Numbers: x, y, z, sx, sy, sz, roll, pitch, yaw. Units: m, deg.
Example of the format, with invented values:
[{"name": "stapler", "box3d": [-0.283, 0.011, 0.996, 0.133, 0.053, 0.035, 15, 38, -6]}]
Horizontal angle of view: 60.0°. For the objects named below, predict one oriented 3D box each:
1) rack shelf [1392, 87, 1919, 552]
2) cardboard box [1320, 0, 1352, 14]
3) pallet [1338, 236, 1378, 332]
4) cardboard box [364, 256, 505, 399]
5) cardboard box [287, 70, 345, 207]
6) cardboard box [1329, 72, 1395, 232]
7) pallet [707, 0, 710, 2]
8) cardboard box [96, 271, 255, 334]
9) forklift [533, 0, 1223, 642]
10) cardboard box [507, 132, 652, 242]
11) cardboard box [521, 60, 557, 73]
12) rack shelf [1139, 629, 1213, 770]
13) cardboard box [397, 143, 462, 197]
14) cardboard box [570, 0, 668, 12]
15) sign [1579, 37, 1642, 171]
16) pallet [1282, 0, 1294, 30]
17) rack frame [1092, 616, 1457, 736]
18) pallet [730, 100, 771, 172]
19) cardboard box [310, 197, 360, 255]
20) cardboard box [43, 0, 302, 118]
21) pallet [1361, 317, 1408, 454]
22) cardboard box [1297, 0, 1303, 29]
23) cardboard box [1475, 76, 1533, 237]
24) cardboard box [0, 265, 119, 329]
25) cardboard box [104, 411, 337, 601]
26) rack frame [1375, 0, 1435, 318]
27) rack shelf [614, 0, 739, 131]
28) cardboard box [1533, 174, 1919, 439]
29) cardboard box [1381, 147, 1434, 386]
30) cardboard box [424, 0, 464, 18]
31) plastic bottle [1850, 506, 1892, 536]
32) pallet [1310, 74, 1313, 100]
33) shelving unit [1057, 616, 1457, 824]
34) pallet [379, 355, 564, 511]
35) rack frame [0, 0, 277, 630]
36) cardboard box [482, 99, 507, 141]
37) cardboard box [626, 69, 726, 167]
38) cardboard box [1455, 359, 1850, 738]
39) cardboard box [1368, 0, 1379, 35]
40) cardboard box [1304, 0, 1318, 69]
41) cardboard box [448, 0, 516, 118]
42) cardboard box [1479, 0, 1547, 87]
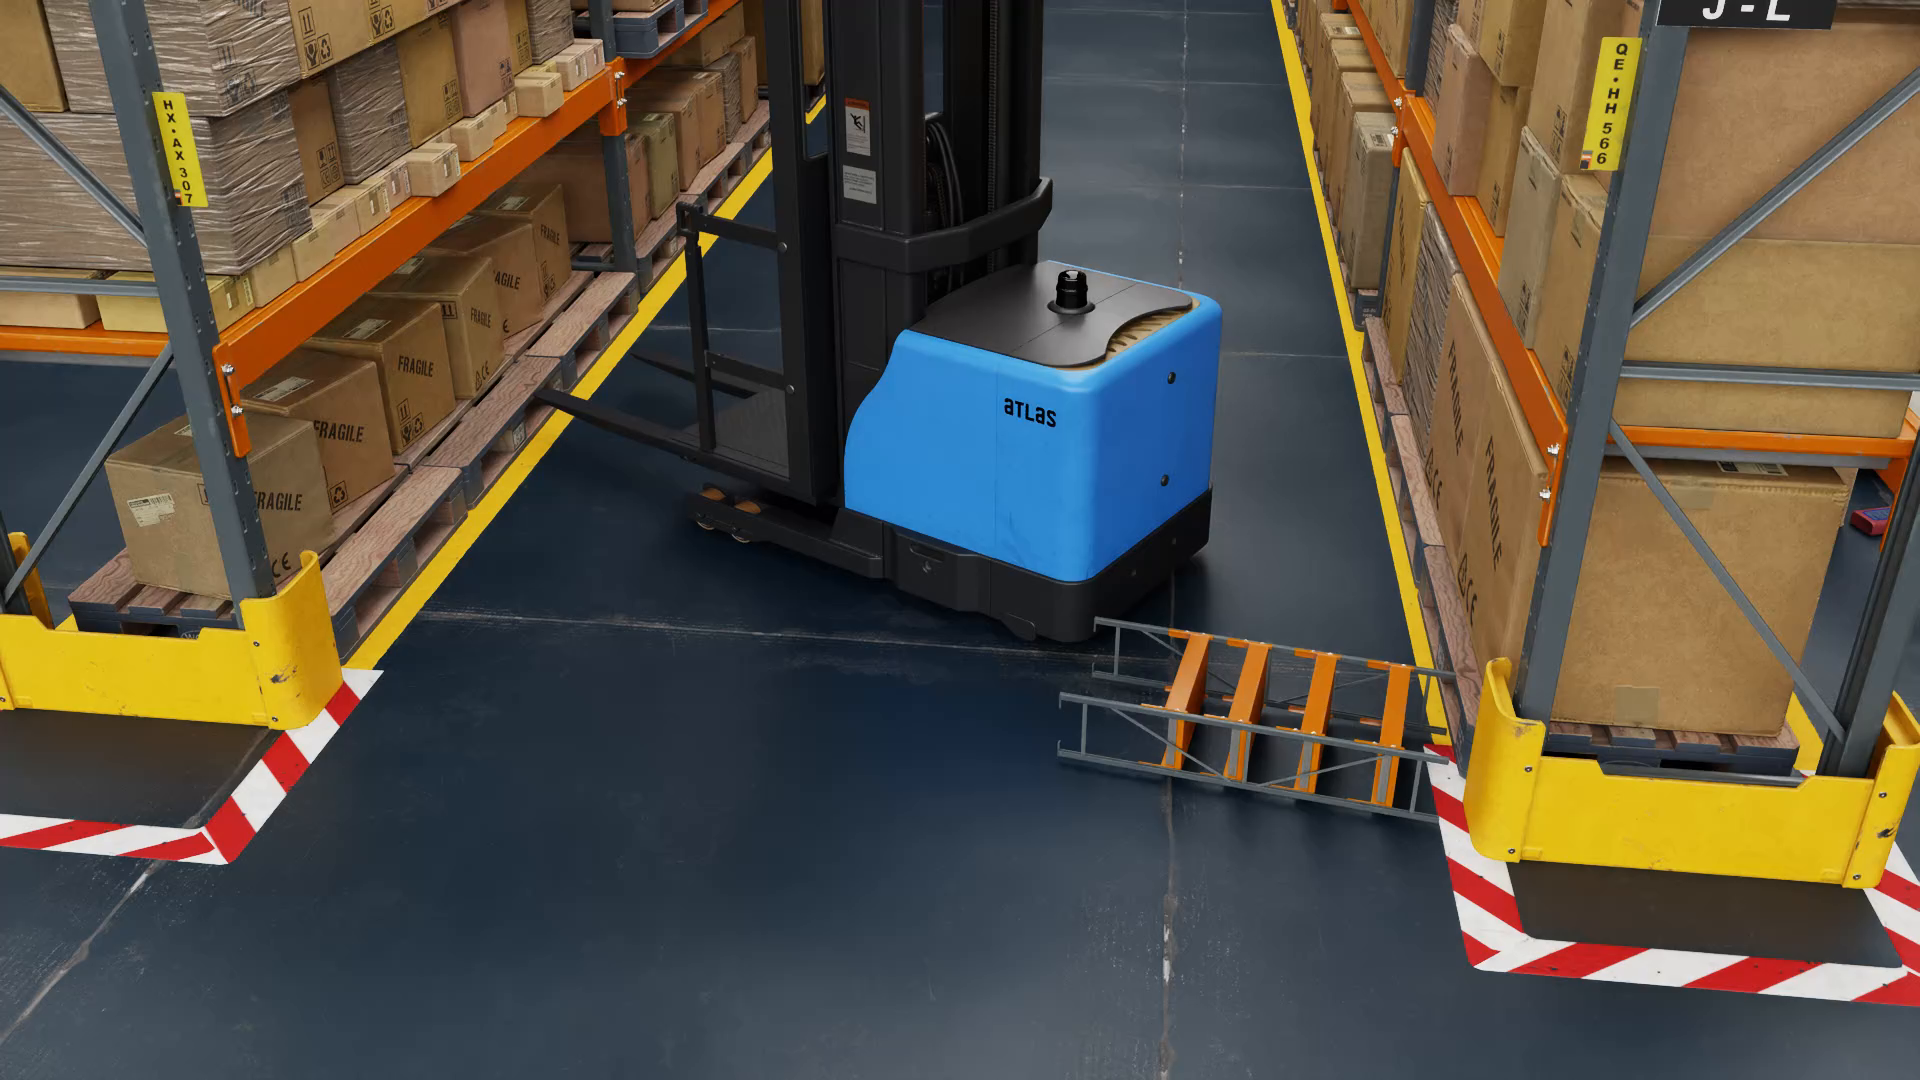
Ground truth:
[{"name": "rack shelf", "box3d": [2.394, -1.049, 6.293, 1.077, 0.370, 4.000, 3, 28, 6]}, {"name": "cardboard box", "box3d": [2.953, -3.942, 12.306, 0.500, 0.250, 0.500, 3, 28, 5]}, {"name": "pallet", "box3d": [2.659, -1.447, 9.214, 1.003, 0.211, 1.213, 3, 28, 6]}, {"name": "cardboard box", "box3d": [-2.420, -0.975, 7.589, 0.500, 0.500, 0.500, 1, 28, 2]}, {"name": "cardboard box", "box3d": [-2.724, -1.435, 5.831, 0.875, 0.500, 0.500, 3, 28, 6]}, {"name": "cardboard box", "box3d": [2.748, -2.253, 9.698, 1.050, 0.750, 0.750, 3, 28, 6]}, {"name": "pallet", "box3d": [-1.983, -3.507, 10.300, 1.003, 0.211, 1.213, 3, 28, 6]}, {"name": "cardboard box", "box3d": [-2.489, -0.770, 5.281, 0.380, 0.149, 0.250, 3, 28, 6]}, {"name": "forklift", "box3d": [-0.507, -1.463, 6.376, 3.031, 2.935, 1.130, 19, 34, 31]}, {"name": "cardboard box", "box3d": [-2.174, -2.024, 9.516, 0.700, 0.500, 0.500, 1, 28, 2]}, {"name": "cardboard box", "box3d": [-2.136, -2.183, 7.904, 0.380, 0.149, 0.250, 3, 28, 6]}, {"name": "rack shelf", "box3d": [0.709, 0.528, 5.460, 0.148, 0.258, 0.480, 8, 29, 15]}, {"name": "cardboard box", "box3d": [-2.209, -1.470, 6.581, 0.380, 0.149, 0.250, 3, 28, 6]}, {"name": "cardboard box", "box3d": [-2.035, -3.458, 8.930, 1.000, 1.000, 1.000, 4, 29, 7]}, {"name": "sign", "box3d": [1.612, -1.076, 4.115, 0.100, 0.325, 0.005, 3, 28, 6]}, {"name": "pallet", "box3d": [3.667, -5.163, 16.112, 1.003, 0.211, 1.213, 3, 28, 6]}, {"name": "rack frame", "box3d": [1.035, 0.454, 5.597, 1.200, 0.240, 0.015, 8, 29, 15]}, {"name": "pallet", "box3d": [-1.878, -2.931, 11.967, 1.003, 0.211, 1.213, 3, 28, 6]}, {"name": "cardboard box", "box3d": [-2.384, -1.122, 5.935, 0.380, 0.149, 0.250, 3, 28, 6]}, {"name": "cardboard box", "box3d": [-2.423, -1.618, 5.118, 0.500, 0.500, 0.500, 3, 28, 6]}, {"name": "pallet", "box3d": [2.469, -0.726, 7.875, 1.003, 0.211, 1.213, 3, 28, 6]}, {"name": "cardboard box", "box3d": [3.266, -4.825, 14.736, 0.500, 0.500, 0.500, 4, 29, 8]}, {"name": "cardboard box", "box3d": [2.413, -1.436, 6.095, 0.875, 0.550, 0.500, 3, 28, 6]}, {"name": "cardboard box", "box3d": [-2.931, -0.796, 5.329, 0.380, 0.149, 0.250, 3, 28, 6]}, {"name": "cardboard box", "box3d": [-2.668, -0.138, 6.035, 0.500, 0.500, 0.500, 9, 30, 16]}, {"name": "rack frame", "box3d": [2.639, -2.307, 7.870, 1.000, 3.000, 0.127, 3, 28, 6]}, {"name": "rack shelf", "box3d": [-2.026, -3.268, 10.411, 1.077, 0.370, 4.000, 3, 28, 6]}, {"name": "cardboard box", "box3d": [2.150, -0.668, 4.669, 0.875, 0.550, 0.550, 3, 28, 6]}, {"name": "cardboard box", "box3d": [2.493, -1.265, 7.732, 0.875, 0.875, 0.875, 4, 29, 7]}, {"name": "cardboard box", "box3d": [-2.240, -2.324, 6.429, 0.500, 0.500, 0.500, 3, 28, 6]}, {"name": "plastic bottle", "box3d": [3.831, -0.083, 6.840, 0.283, 0.061, 0.133, -6, 29, -11]}, {"name": "pallet", "box3d": [3.227, -3.330, 12.709, 1.003, 0.211, 1.213, 3, 28, 6]}, {"name": "shelving unit", "box3d": [0.963, 0.565, 5.392, 1.200, 0.258, 0.503, 8, 29, 15]}, {"name": "pallet", "box3d": [-2.465, -0.521, 7.495, 1.003, 0.211, 1.213, 3, 28, 6]}, {"name": "rack frame", "box3d": [-2.761, -0.760, 4.998, 1.000, 3.000, 0.127, 3, 28, 6]}, {"name": "cardboard box", "box3d": [-2.208, -1.829, 7.247, 0.380, 0.149, 0.250, 3, 28, 6]}, {"name": "cardboard box", "box3d": [-1.961, -2.773, 10.907, 0.700, 0.500, 0.500, 6, 29, 10]}, {"name": "cardboard box", "box3d": [2.167, 0.003, 5.379, 0.875, 0.875, 0.875, 4, 29, 6]}, {"name": "cardboard box", "box3d": [2.562, -3.088, 9.214, 0.500, 0.500, 0.500, 4, 29, 7]}, {"name": "cardboard box", "box3d": [3.067, -4.093, 13.378, 0.500, 0.500, 0.500, 2, 28, 4]}, {"name": "cardboard box", "box3d": [-2.445, -2.135, 7.132, 0.875, 0.500, 0.500, 3, 28, 6]}, {"name": "cardboard box", "box3d": [2.348, -1.915, 5.846, 0.875, 0.550, 0.500, 3, 28, 6]}]
